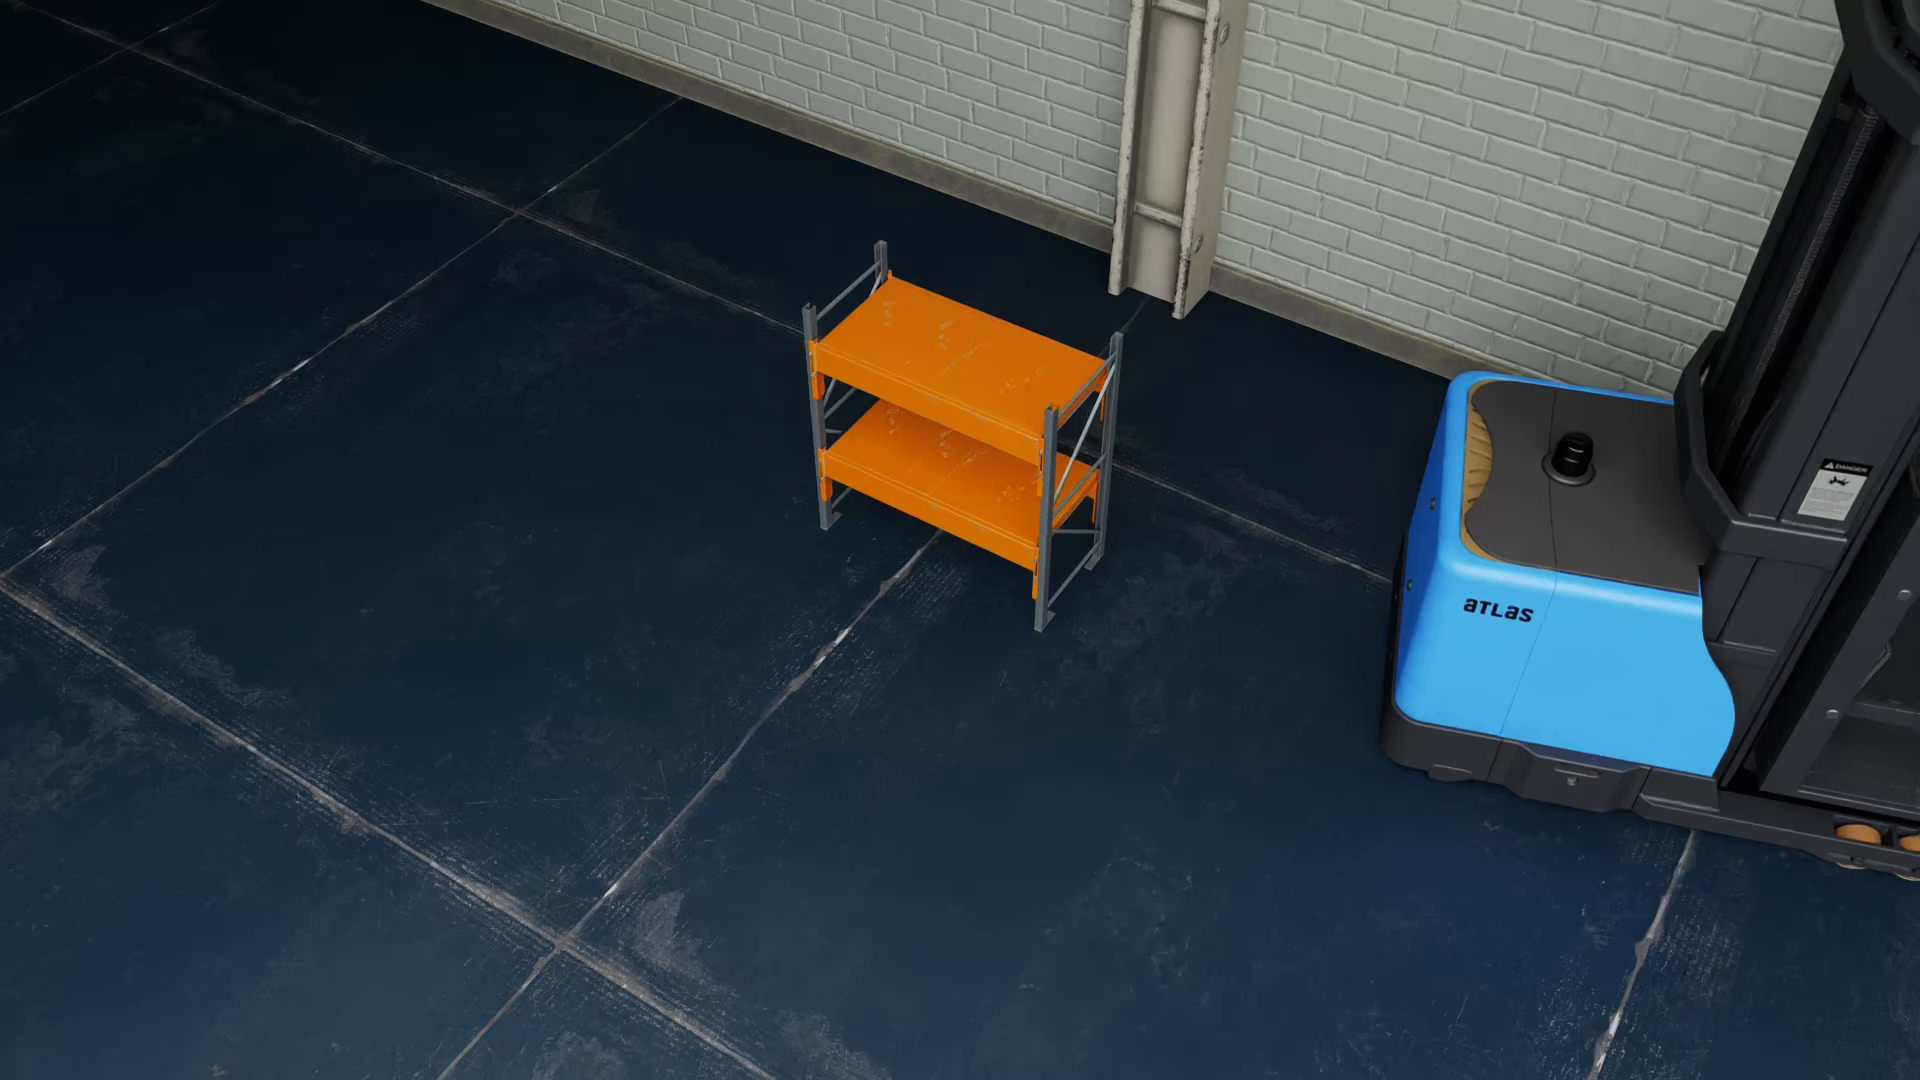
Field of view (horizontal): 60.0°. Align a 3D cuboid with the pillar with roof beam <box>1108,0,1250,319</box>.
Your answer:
[{"bbox_3d":[-1.375,-1.732,2.158,0.400,9.000,9.100,25,51,22],"label":"pillar with roof beam"}]

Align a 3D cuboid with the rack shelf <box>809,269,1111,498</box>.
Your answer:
[{"bbox_3d":[0.006,-0.593,6.134,1.000,0.278,0.538,25,51,22],"label":"rack shelf"}]

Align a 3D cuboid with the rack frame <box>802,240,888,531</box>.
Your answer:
[{"bbox_3d":[-0.422,-0.586,6.535,0.032,1.125,0.500,25,51,22],"label":"rack frame"}]

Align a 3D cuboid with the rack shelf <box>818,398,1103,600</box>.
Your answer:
[{"bbox_3d":[0.006,-0.219,6.519,1.000,0.278,0.538,25,51,22],"label":"rack shelf"}]

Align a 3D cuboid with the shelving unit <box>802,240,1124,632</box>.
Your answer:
[{"bbox_3d":[0.006,-0.389,6.344,1.048,1.125,0.538,25,51,22],"label":"shelving unit"}]

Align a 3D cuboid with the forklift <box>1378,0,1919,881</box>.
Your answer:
[{"bbox_3d":[3.071,-0.292,4.990,3.031,2.935,1.130,10,47,10],"label":"forklift"}]

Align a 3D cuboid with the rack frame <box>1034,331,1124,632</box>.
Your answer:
[{"bbox_3d":[0.434,-0.193,6.153,0.032,1.125,0.500,25,51,22],"label":"rack frame"}]
